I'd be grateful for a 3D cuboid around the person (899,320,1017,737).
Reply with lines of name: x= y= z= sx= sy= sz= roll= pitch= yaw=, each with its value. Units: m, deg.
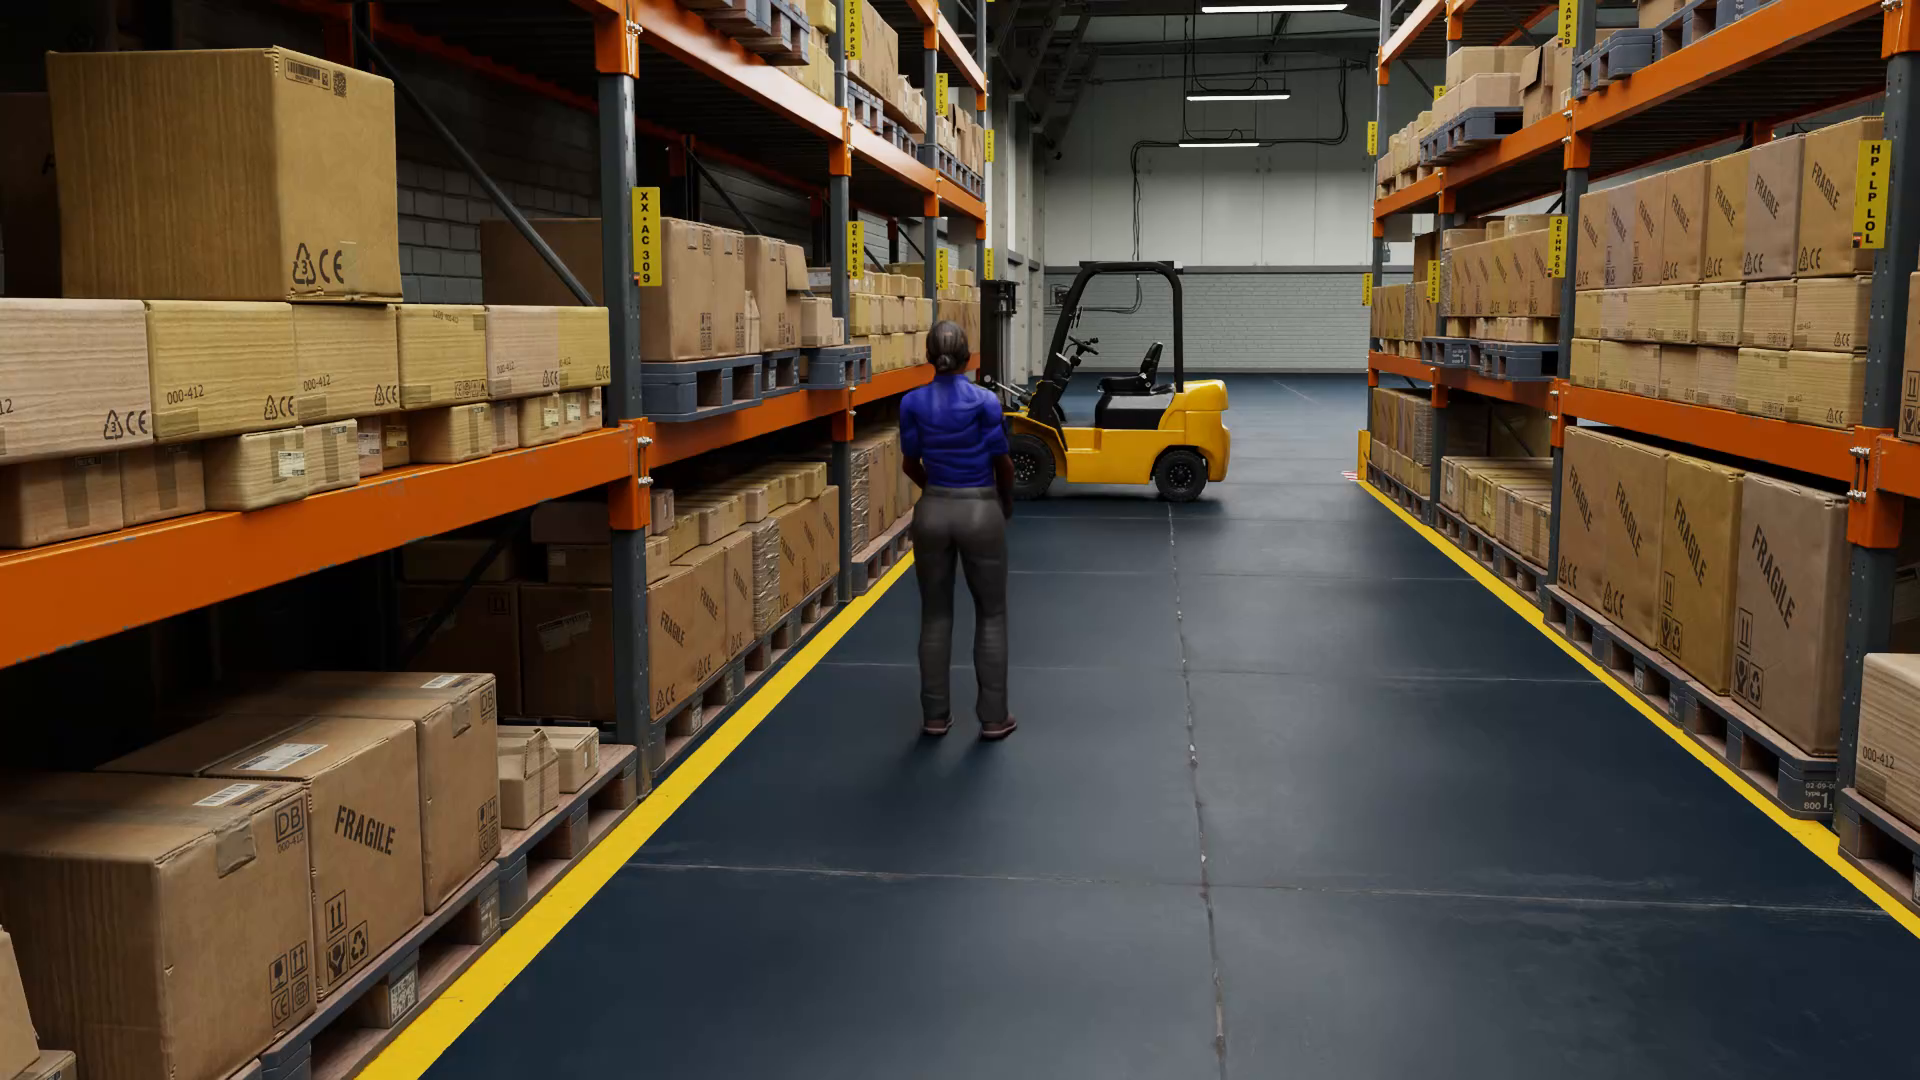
person: x=0.006 y=-0.047 z=6.668 sx=0.456 sy=1.656 sz=0.503 roll=2 pitch=8 yaw=17
